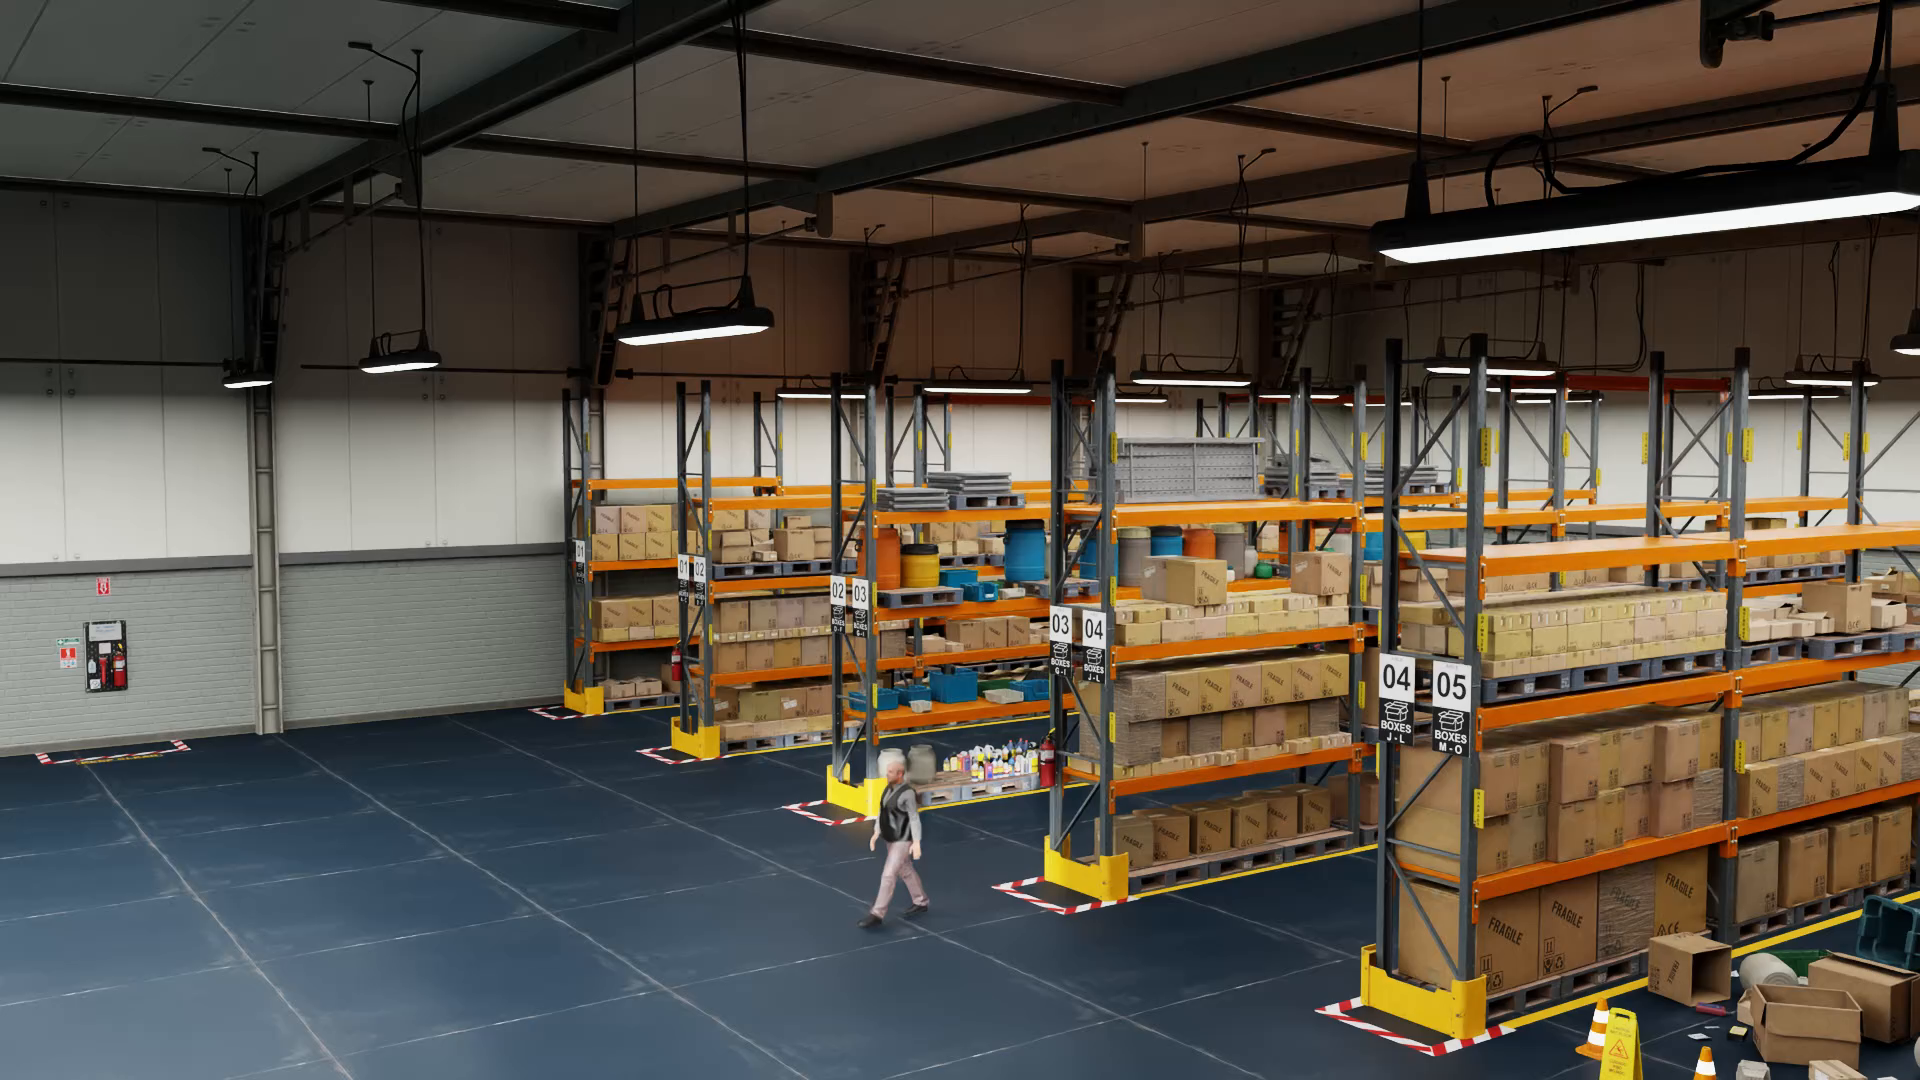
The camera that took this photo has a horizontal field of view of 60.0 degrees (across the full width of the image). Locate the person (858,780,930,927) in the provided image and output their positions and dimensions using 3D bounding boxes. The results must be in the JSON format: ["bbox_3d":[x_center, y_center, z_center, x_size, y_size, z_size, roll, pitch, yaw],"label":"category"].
[{"bbox_3d":[-0.726,3.268,17.560,0.960,1.478,0.569,-2,4,-28],"label":"person"}]
